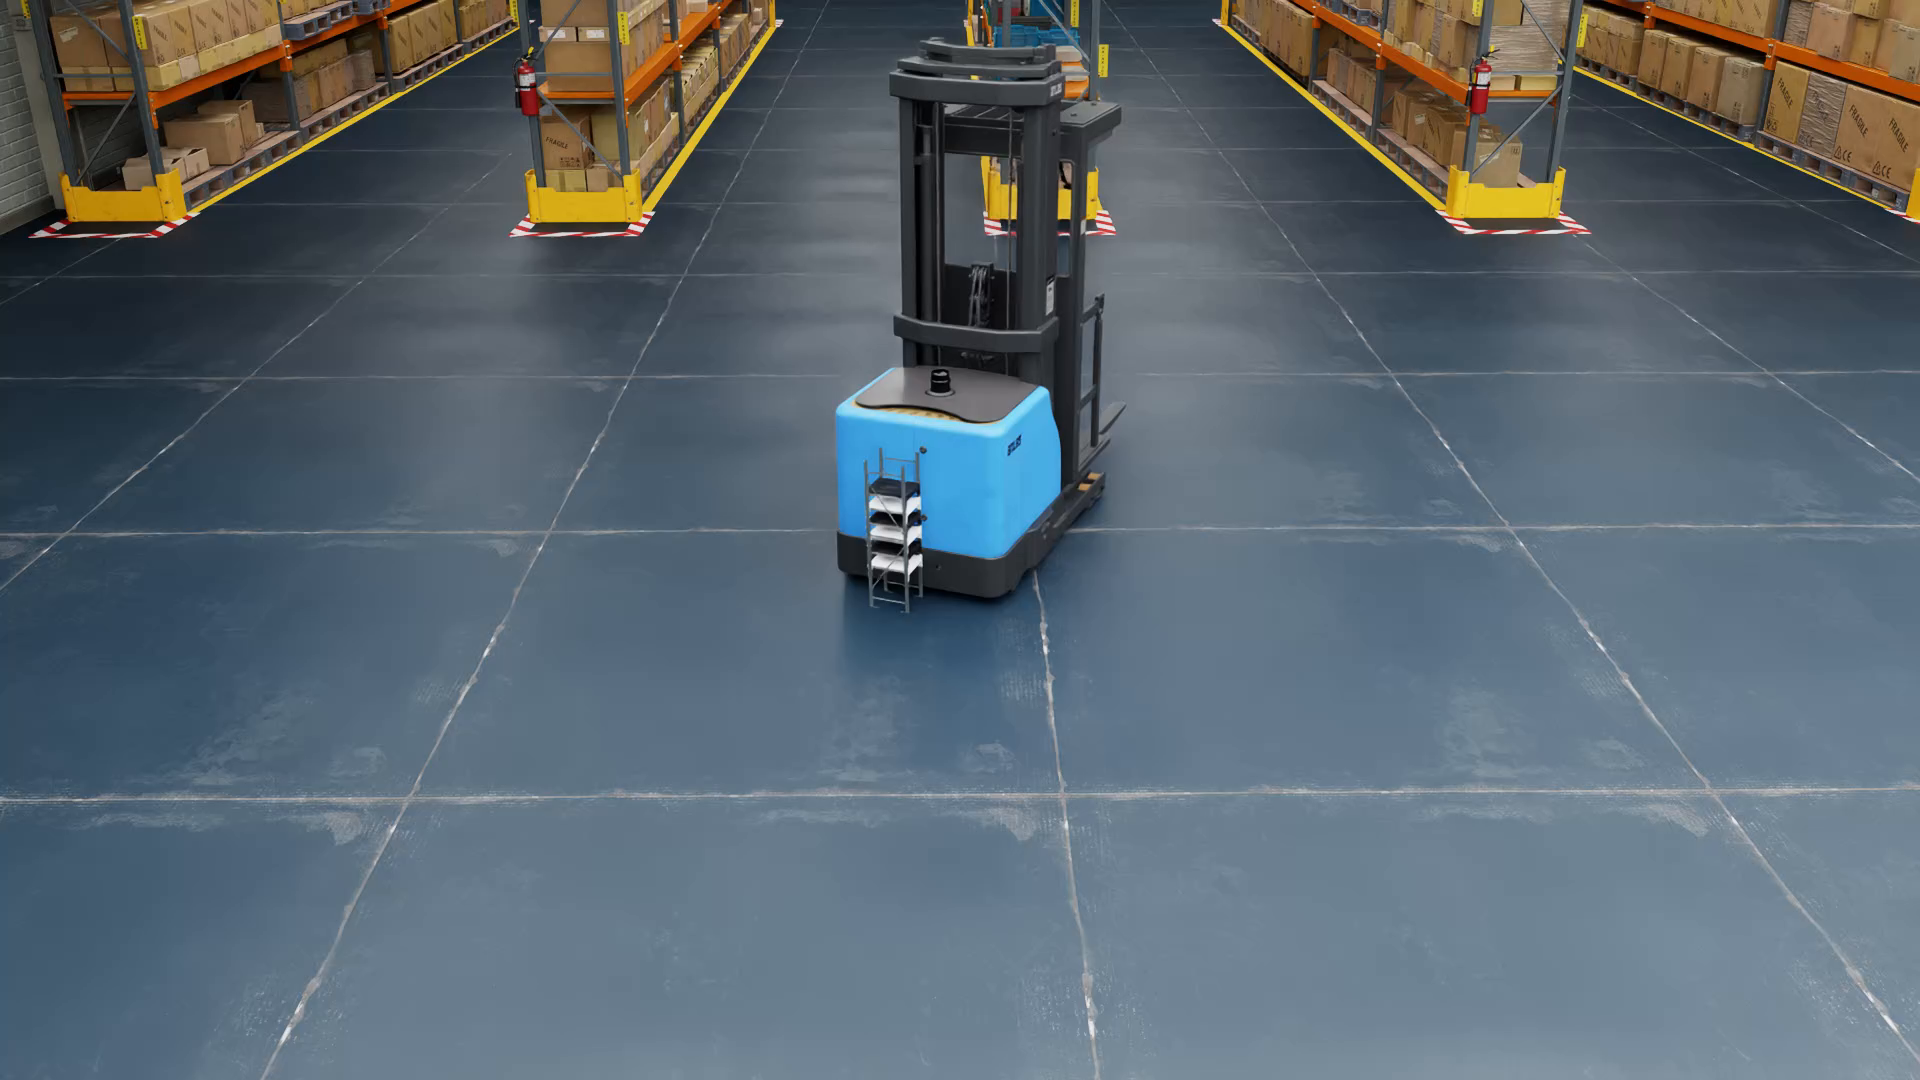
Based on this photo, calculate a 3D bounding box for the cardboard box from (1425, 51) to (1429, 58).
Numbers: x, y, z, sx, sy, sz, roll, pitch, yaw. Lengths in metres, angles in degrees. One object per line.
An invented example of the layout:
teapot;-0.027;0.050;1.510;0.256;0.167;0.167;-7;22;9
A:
cardboard box;5.625;-5.600;19.298;0.380;0.149;0.250;0;24;-1

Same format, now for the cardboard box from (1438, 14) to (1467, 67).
cardboard box;5.785;-5.491;18.268;0.875;0.500;0.500;0;24;-1

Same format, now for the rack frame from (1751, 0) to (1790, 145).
rack frame;10.806;-6.506;20.996;1.000;3.000;0.127;0;24;-1

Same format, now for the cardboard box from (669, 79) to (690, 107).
cardboard box;-3.816;-5.848;21.687;0.500;0.311;0.500;0;24;0

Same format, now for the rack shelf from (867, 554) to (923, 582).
rack shelf;-0.364;0.140;9.357;0.258;0.077;0.200;9;28;19

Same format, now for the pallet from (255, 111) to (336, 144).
pallet;-9.023;-5.509;22.175;1.003;0.211;1.213;0;24;-1

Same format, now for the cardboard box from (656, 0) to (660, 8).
cardboard box;-3.837;-6.503;20.080;0.380;0.149;0.250;-1;24;-2

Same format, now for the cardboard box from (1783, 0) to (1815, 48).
cardboard box;10.822;-6.423;20.629;0.875;0.550;0.550;0;24;-1

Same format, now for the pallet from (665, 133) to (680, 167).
pallet;-4.093;-4.884;20.793;1.003;0.211;1.213;0;24;-1

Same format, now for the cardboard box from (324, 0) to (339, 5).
cardboard box;-9.006;-7.646;22.861;0.700;0.500;0.500;0;24;-1

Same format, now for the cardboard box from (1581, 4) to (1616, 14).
cardboard box;10.471;-8.672;27.398;0.500;0.250;0.500;0;24;1

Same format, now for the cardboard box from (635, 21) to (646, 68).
cardboard box;-4.028;-5.710;19.115;0.700;0.500;0.500;0;24;1

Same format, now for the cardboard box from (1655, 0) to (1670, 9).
cardboard box;10.498;-8.014;24.208;0.500;0.500;0.500;0;24;0

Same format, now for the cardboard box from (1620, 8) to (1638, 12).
cardboard box;10.992;-8.462;26.933;0.500;0.250;0.500;-1;24;-3

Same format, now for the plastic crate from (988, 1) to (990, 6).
plastic crate;0.561;-7.514;23.145;0.402;0.464;0.583;0;24;-1

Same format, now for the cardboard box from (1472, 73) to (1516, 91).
cardboard box;5.680;-4.880;17.704;0.380;0.149;0.250;0;24;-1

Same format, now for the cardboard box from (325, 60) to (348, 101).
cardboard box;-9.074;-6.455;23.381;0.700;0.500;0.500;0;24;-1

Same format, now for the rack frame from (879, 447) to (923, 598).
rack frame;-0.331;-0.094;9.347;0.240;0.900;0.006;9;28;19

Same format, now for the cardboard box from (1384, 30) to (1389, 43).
cardboard box;5.547;-6.321;20.892;0.380;0.149;0.250;0;24;-1

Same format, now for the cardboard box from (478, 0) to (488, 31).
cardboard box;-9.012;-9.535;30.216;0.700;0.500;0.500;0;24;1

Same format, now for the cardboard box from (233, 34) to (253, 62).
cardboard box;-8.687;-5.793;19.577;0.500;0.250;0.500;0;24;-1

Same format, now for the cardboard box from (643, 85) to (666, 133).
cardboard box;-3.834;-5.161;19.938;0.500;0.500;0.500;0;24;-1

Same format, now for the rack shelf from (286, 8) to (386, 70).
rack shelf;-9.035;-6.955;22.861;1.077;0.370;4.000;0;24;-1

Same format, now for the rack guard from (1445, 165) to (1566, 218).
rack guard;5.888;-3.770;17.979;1.175;0.500;0.348;0;24;-1

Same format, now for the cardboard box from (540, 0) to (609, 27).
cardboard box;-4.009;-5.685;17.485;0.700;0.500;0.500;0;24;0

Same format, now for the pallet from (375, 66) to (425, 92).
pallet;-8.990;-7.162;25.829;1.003;0.211;1.213;0;24;-1

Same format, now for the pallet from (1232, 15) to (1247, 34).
pallet;5.802;-9.871;31.819;1.003;0.211;1.213;0;24;-1

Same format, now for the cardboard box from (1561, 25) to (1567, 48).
cardboard box;10.462;-8.550;28.037;0.500;0.500;0.500;1;24;1

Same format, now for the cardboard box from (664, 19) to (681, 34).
cardboard box;-3.865;-6.734;21.805;0.380;0.149;0.250;0;24;-1

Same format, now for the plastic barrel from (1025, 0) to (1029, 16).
plastic barrel;1.094;-7.263;22.504;0.433;0.535;0.433;0;24;0

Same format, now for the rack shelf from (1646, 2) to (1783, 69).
rack shelf;10.785;-7.003;22.966;1.077;0.370;4.000;0;24;-1

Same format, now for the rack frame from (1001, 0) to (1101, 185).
rack frame;0.937;-4.855;17.345;1.000;3.000;0.127;0;24;-1

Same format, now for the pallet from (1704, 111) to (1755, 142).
pallet;10.723;-5.553;22.273;1.003;0.211;1.213;0;24;-1

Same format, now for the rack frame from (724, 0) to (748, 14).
rack frame;-4.147;-9.779;28.232;1.000;3.000;0.127;0;24;-1

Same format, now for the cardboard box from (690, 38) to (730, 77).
cardboard box;-3.823;-7.381;25.430;0.500;0.500;0.500;1;24;2

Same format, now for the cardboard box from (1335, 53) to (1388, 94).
cardboard box;5.848;-6.731;23.992;0.700;0.500;0.500;-2;24;-5

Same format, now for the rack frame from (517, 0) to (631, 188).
rack frame;-4.017;-4.834;17.299;1.000;3.000;0.127;0;24;-1

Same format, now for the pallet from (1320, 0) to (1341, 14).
pallet;5.916;-7.793;24.074;1.213;0.211;1.003;0;24;-1

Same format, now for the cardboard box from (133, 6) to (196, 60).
cardboard box;-8.670;-5.495;18.007;0.500;0.500;0.500;0;24;0

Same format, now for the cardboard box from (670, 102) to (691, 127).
cardboard box;-3.817;-5.589;21.794;0.500;0.250;0.500;-1;24;-2

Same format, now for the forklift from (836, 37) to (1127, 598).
forklift;0.309;-1.591;10.211;1.130;2.935;3.031;9;26;20

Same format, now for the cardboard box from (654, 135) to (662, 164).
cardboard box;-3.815;-4.613;19.637;0.500;0.250;0.500;0;24;-1

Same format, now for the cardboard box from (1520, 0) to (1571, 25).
cardboard box;6.156;-5.742;17.610;0.500;0.500;0.500;0;24;-1

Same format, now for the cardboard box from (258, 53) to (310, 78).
cardboard box;-9.046;-6.347;22.233;0.500;0.250;0.500;-1;24;-2

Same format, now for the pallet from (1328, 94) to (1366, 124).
pallet;5.819;-6.080;23.437;1.003;0.211;1.213;0;24;-1

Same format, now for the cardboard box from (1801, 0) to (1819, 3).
cardboard box;10.776;-6.915;20.406;0.875;0.550;0.550;0;24;-1

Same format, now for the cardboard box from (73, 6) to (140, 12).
cardboard box;-9.183;-5.494;18.005;0.500;0.500;0.500;0;24;0

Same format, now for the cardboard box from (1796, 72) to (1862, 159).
cardboard box;10.757;-5.099;19.952;0.875;0.875;0.875;0;24;0

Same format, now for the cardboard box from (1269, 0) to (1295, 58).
cardboard box;5.796;-8.414;27.282;1.225;0.875;0.875;-1;24;-2

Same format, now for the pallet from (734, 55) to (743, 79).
pallet;-4.085;-7.670;26.952;1.003;0.211;1.213;0;24;-1

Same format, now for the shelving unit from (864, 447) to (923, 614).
shelving unit;-0.367;-0.051;9.262;0.258;0.900;0.210;9;28;19

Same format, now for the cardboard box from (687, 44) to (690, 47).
cardboard box;-4.349;-7.577;25.862;0.500;0.500;0.500;1;24;2

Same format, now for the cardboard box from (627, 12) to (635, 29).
cardboard box;-3.818;-5.764;18.445;0.380;0.149;0.250;-1;24;-2

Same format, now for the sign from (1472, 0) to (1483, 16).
sign;5.334;-5.555;17.103;0.100;0.325;0.005;0;24;-1
